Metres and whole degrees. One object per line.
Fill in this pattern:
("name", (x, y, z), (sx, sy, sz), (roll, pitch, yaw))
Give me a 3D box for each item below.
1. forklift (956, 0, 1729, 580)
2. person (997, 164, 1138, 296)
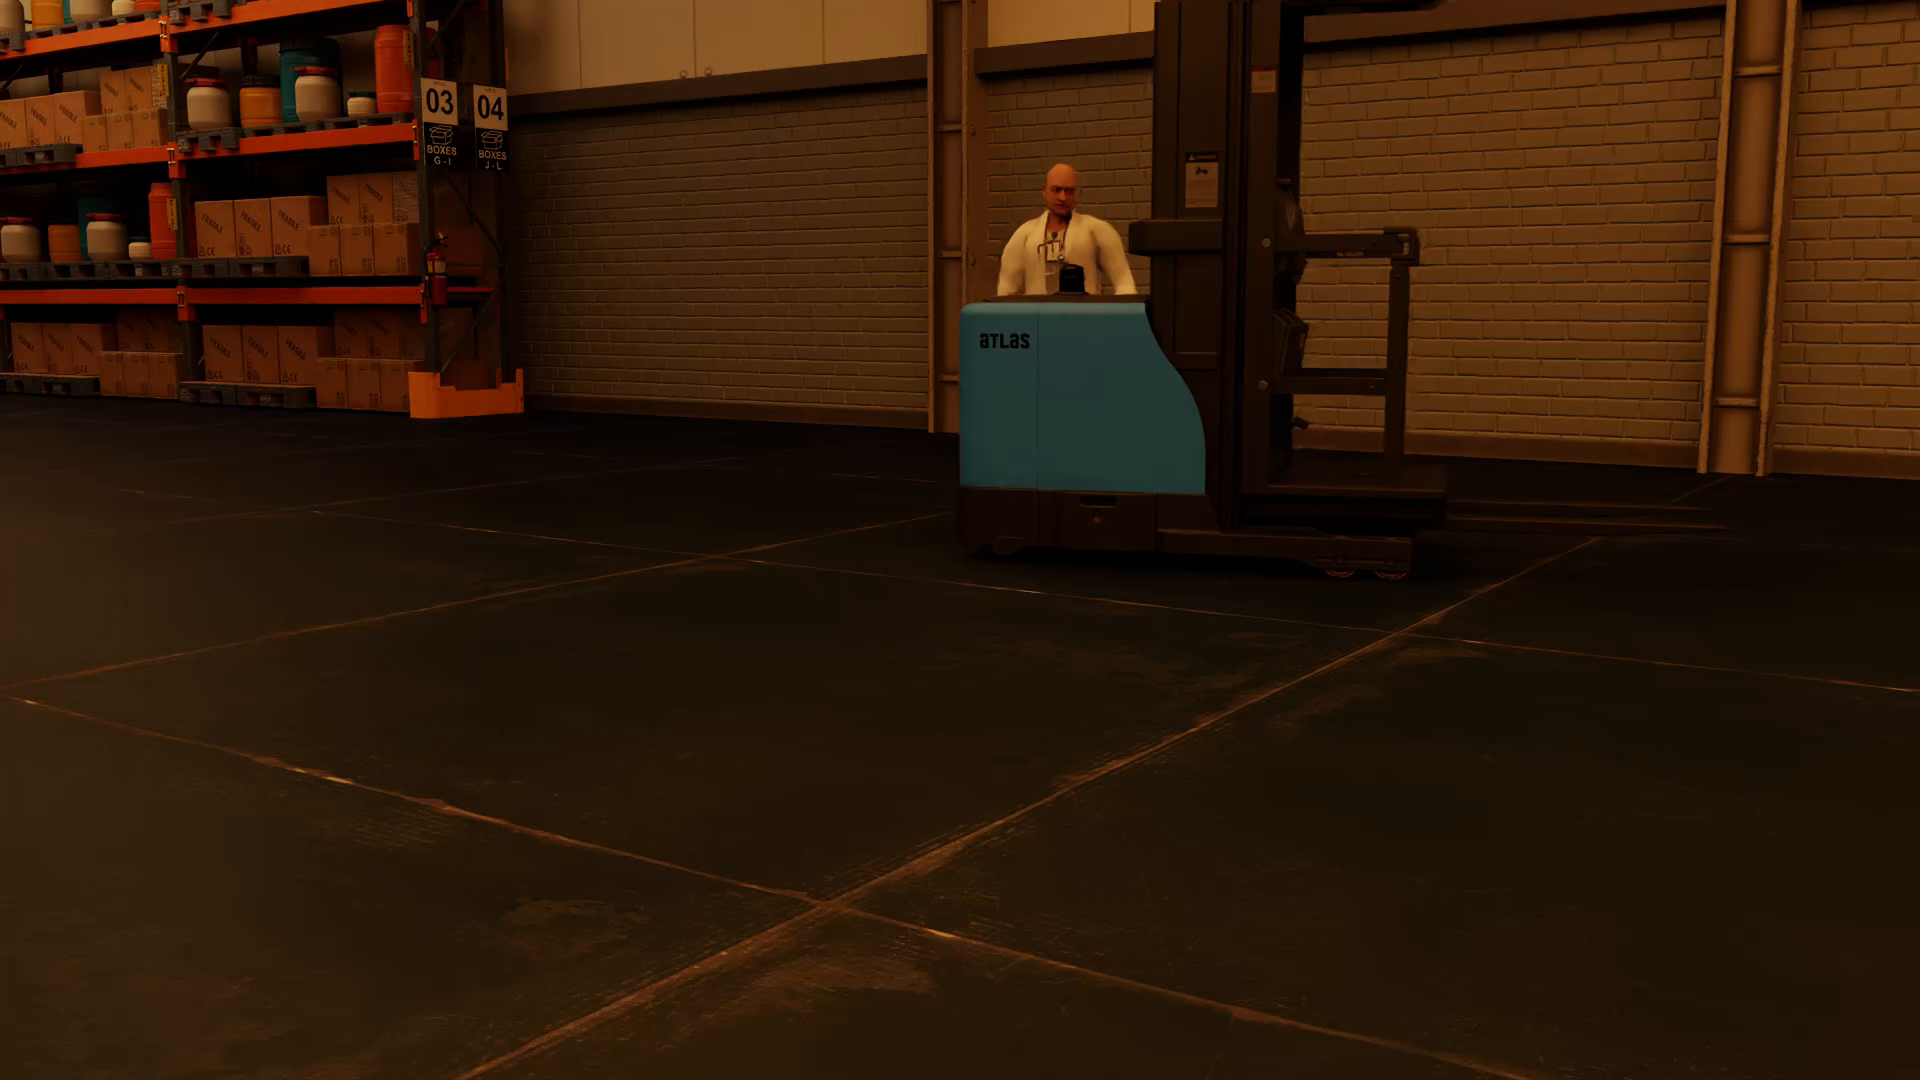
("forklift", (1.559, -1.377, 6.874), (3.031, 2.935, 1.130), (2, 8, 16))
("person", (0.526, -0.988, 8.329), (0.824, 1.754, 0.392), (2, 8, 14))
